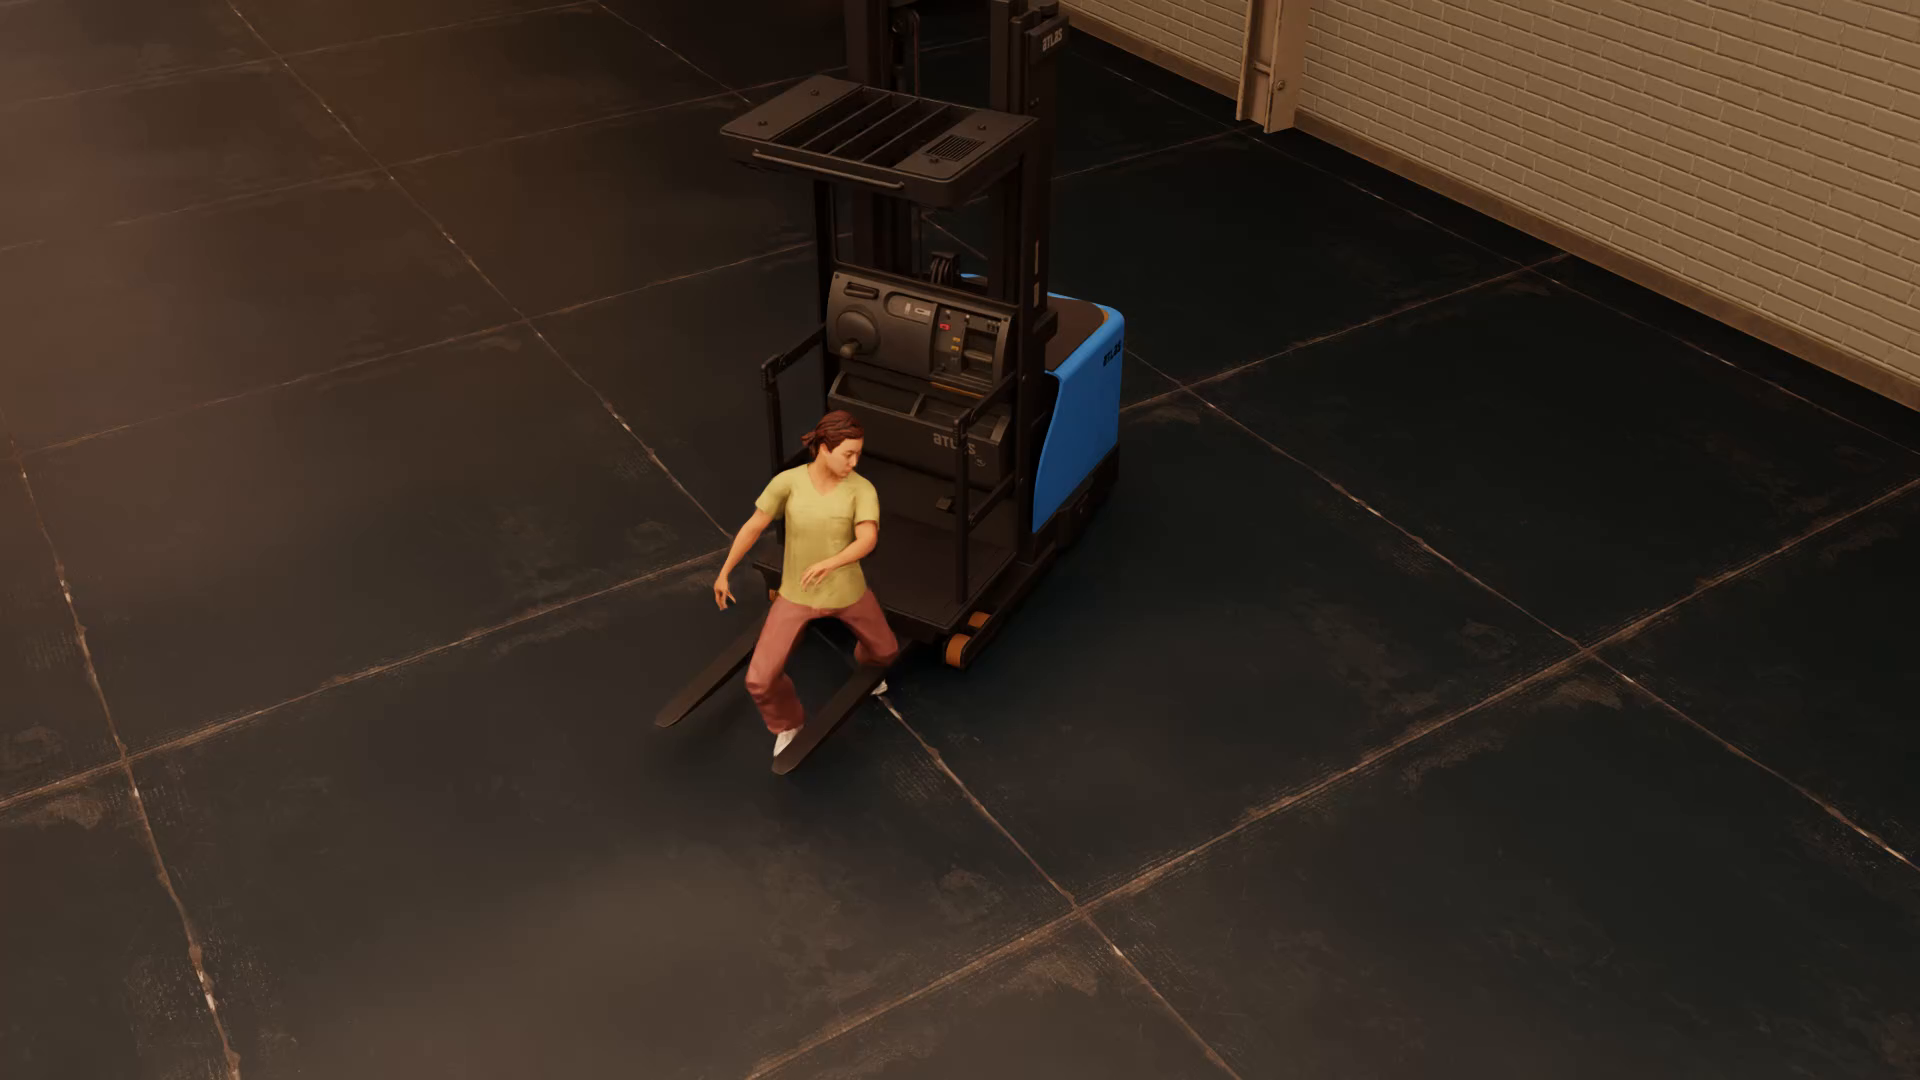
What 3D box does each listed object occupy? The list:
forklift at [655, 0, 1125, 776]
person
[{"bbox_3d":[-0.296,-0.892,7.418,1.130,2.935,3.031,18,39,23],"label":"forklift"},{"bbox_3d":[-0.643,0.217,7.017,0.773,1.510,0.824,-6,36,-9],"label":"person"}]
